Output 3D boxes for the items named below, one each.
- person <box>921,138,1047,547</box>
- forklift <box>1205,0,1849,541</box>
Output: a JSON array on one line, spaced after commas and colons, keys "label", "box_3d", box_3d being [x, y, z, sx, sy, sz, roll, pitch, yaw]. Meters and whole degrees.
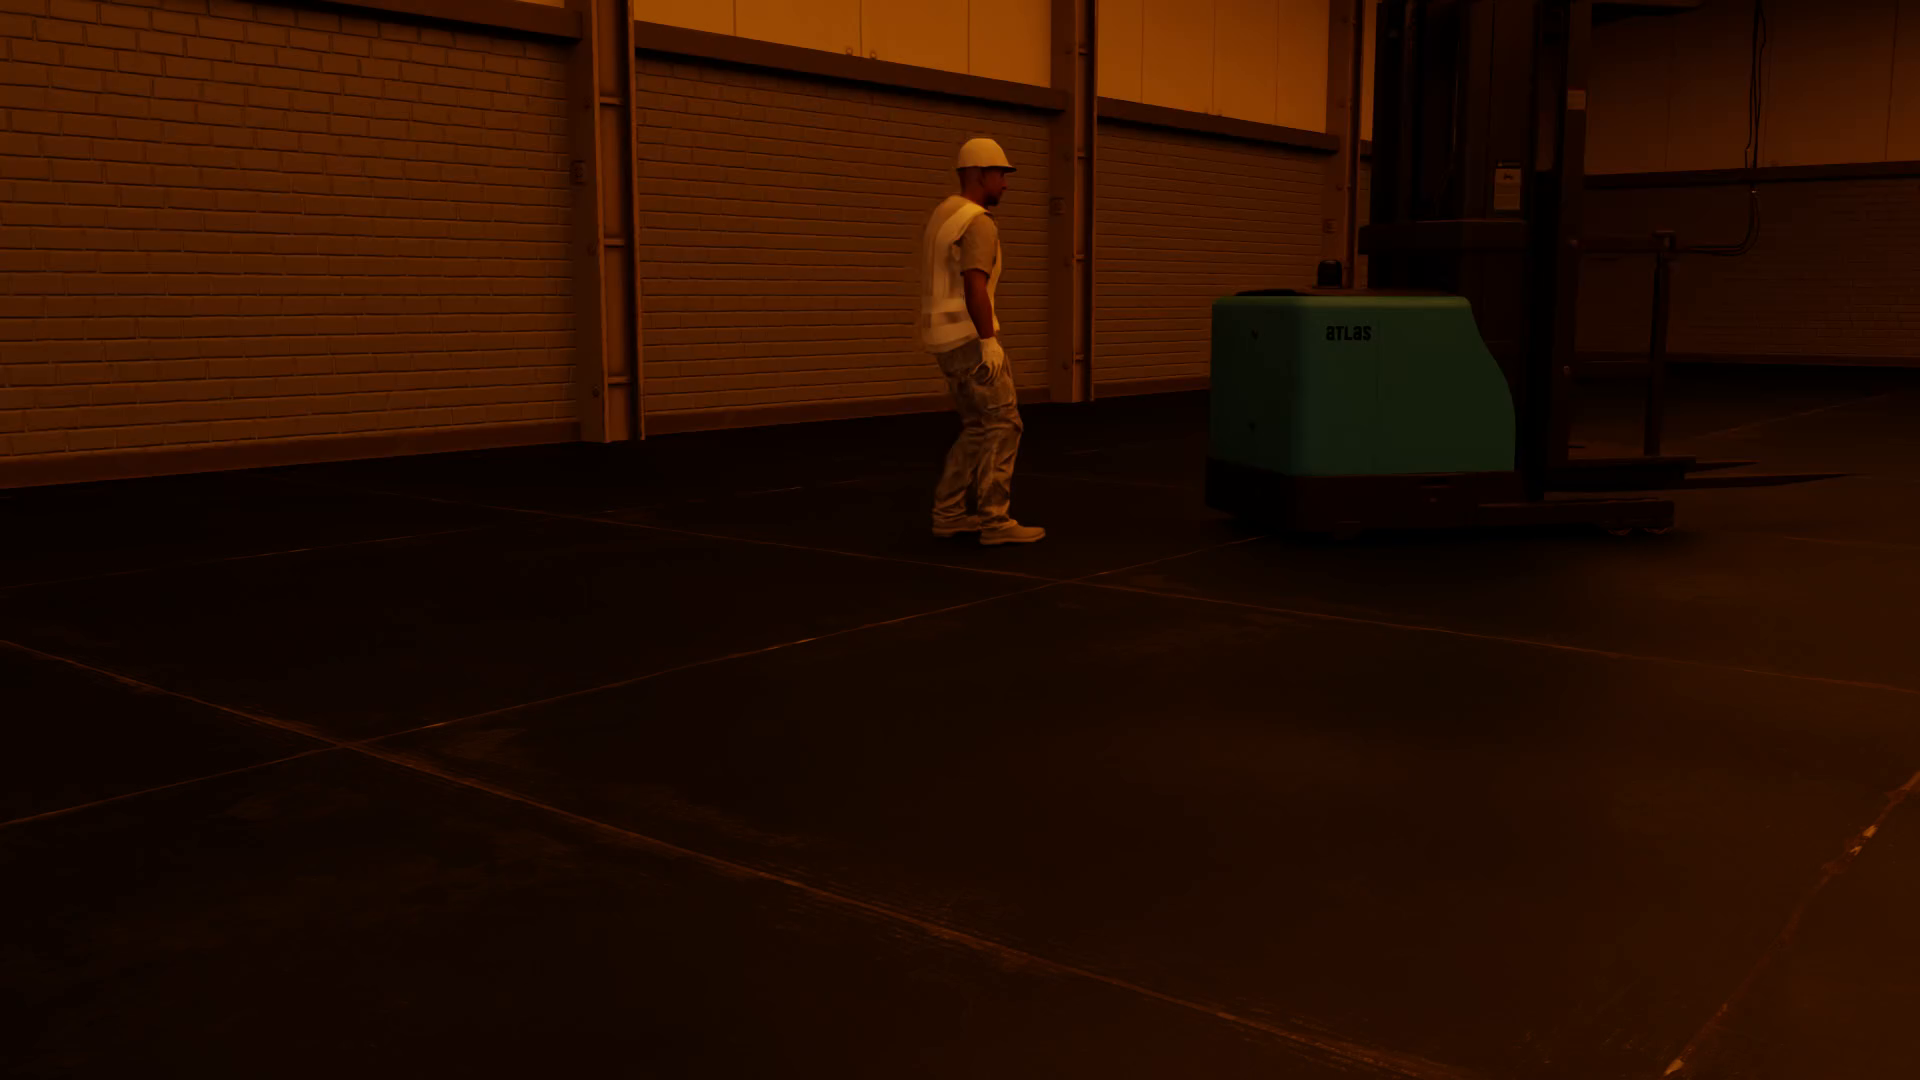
[{"label": "person", "box_3d": [0.095, -0.871, 7.325, 0.513, 1.756, 0.664, -2, 9, -12]}, {"label": "forklift", "box_3d": [2.758, -1.539, 7.798, 3.031, 2.935, 1.130, -2, 9, -15]}]
